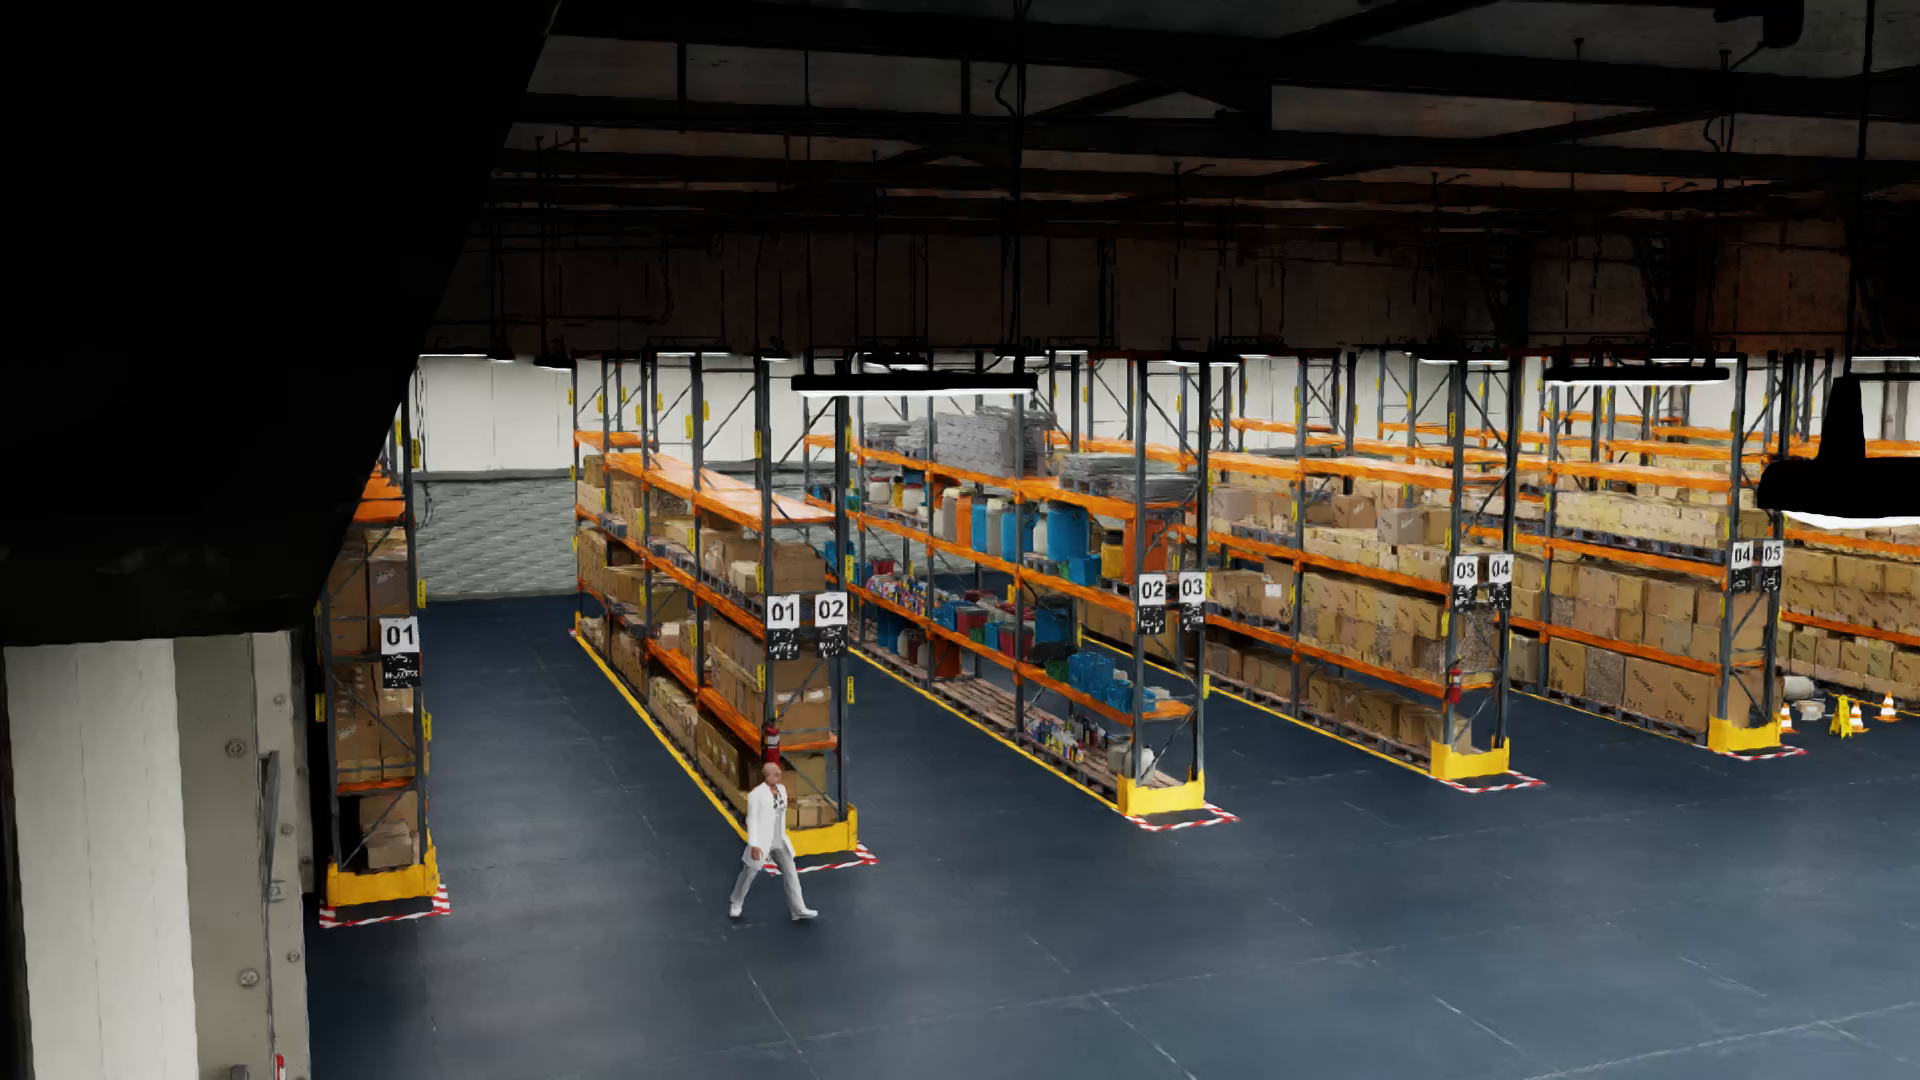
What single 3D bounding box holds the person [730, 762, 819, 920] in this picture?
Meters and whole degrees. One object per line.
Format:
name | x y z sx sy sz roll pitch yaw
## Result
person | -2.073 3.246 17.901 1.008 1.749 0.615 7 10 43
